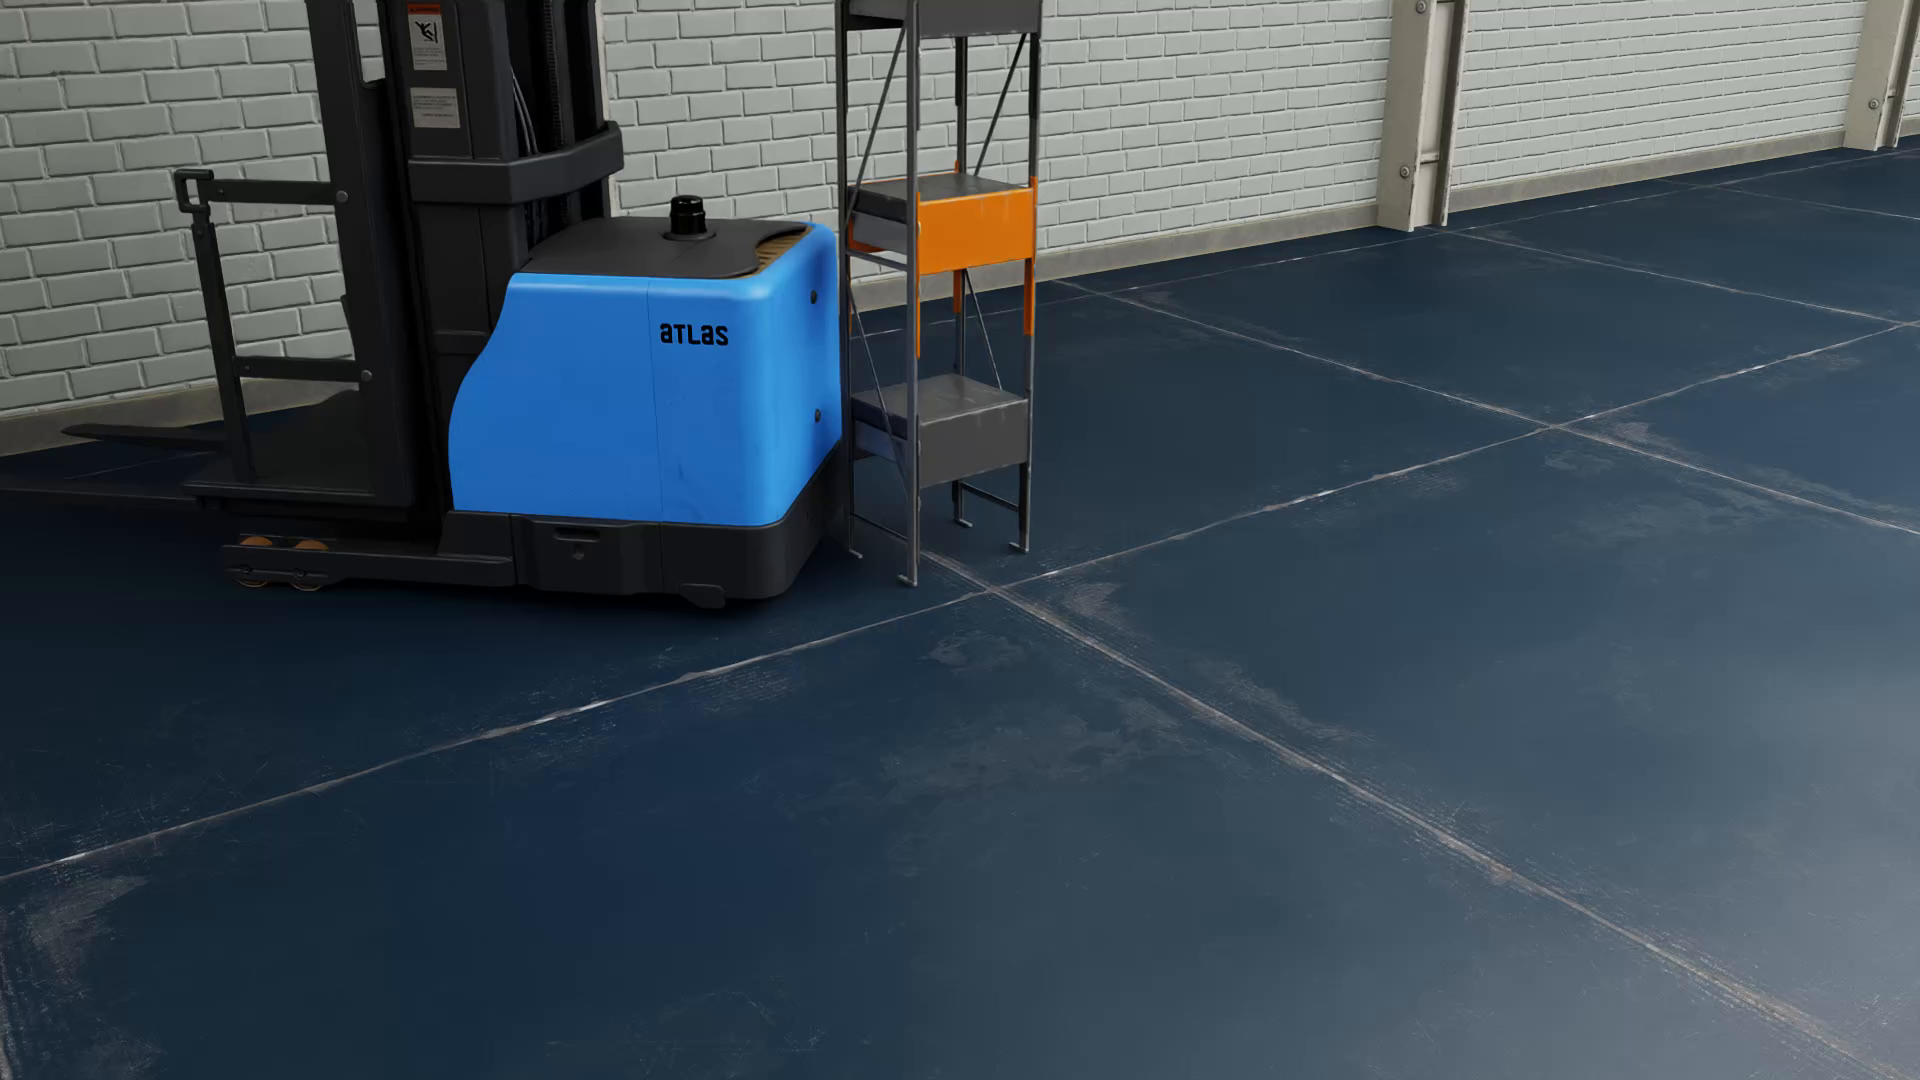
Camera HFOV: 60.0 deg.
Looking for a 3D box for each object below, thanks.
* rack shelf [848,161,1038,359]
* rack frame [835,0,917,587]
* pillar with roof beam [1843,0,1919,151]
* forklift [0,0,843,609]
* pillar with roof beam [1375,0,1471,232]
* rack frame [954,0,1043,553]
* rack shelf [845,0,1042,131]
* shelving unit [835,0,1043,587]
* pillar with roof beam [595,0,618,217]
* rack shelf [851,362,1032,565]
[{"bbox_3d":[-0.072,-0.922,5.402,0.480,0.518,0.431,-16,27,-36],"label":"rack shelf"},{"bbox_3d":[-0.262,-0.880,5.254,0.015,2.100,0.400,-16,27,-36],"label":"rack frame"},{"bbox_3d":[10.424,-6.313,9.575,0.400,9.000,9.100,-15,26,-33],"label":"pillar with roof beam"},{"bbox_3d":[-1.979,-1.381,5.402,3.031,2.935,1.130,3,22,8],"label":"forklift"},{"bbox_3d":[5.554,-5.014,6.320,0.400,9.000,9.100,-15,26,-33],"label":"pillar with roof beam"},{"bbox_3d":[0.118,-0.989,5.540,0.015,2.100,0.400,-16,27,-36],"label":"rack frame"},{"bbox_3d":[-0.066,-1.573,5.145,0.480,0.518,0.431,-16,27,-36],"label":"rack shelf"},{"bbox_3d":[-0.072,-0.935,5.397,0.503,2.100,0.431,-16,27,-36],"label":"shelving unit"},{"bbox_3d":[0.683,-3.716,3.066,0.400,9.000,9.100,-15,26,-33],"label":"pillar with roof beam"},{"bbox_3d":[-0.079,-0.271,5.660,0.480,0.518,0.431,-16,27,-36],"label":"rack shelf"}]
